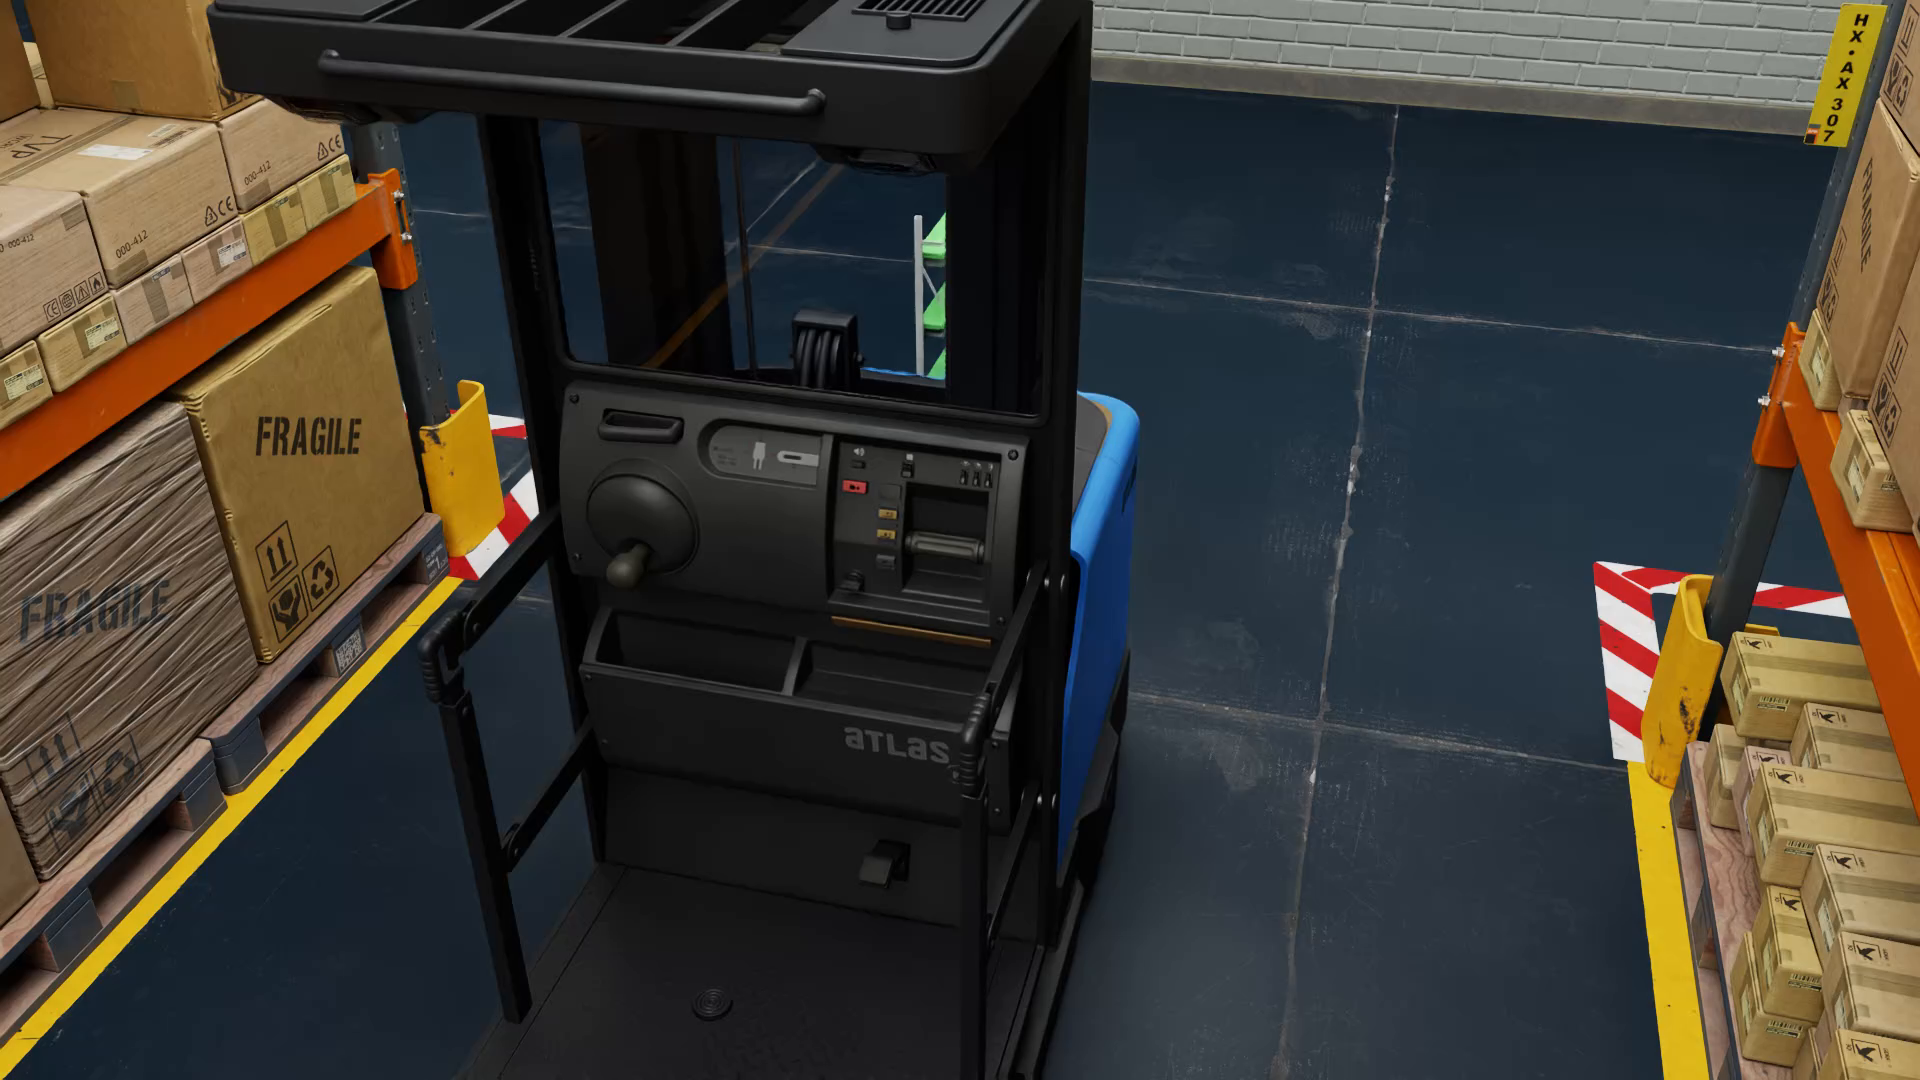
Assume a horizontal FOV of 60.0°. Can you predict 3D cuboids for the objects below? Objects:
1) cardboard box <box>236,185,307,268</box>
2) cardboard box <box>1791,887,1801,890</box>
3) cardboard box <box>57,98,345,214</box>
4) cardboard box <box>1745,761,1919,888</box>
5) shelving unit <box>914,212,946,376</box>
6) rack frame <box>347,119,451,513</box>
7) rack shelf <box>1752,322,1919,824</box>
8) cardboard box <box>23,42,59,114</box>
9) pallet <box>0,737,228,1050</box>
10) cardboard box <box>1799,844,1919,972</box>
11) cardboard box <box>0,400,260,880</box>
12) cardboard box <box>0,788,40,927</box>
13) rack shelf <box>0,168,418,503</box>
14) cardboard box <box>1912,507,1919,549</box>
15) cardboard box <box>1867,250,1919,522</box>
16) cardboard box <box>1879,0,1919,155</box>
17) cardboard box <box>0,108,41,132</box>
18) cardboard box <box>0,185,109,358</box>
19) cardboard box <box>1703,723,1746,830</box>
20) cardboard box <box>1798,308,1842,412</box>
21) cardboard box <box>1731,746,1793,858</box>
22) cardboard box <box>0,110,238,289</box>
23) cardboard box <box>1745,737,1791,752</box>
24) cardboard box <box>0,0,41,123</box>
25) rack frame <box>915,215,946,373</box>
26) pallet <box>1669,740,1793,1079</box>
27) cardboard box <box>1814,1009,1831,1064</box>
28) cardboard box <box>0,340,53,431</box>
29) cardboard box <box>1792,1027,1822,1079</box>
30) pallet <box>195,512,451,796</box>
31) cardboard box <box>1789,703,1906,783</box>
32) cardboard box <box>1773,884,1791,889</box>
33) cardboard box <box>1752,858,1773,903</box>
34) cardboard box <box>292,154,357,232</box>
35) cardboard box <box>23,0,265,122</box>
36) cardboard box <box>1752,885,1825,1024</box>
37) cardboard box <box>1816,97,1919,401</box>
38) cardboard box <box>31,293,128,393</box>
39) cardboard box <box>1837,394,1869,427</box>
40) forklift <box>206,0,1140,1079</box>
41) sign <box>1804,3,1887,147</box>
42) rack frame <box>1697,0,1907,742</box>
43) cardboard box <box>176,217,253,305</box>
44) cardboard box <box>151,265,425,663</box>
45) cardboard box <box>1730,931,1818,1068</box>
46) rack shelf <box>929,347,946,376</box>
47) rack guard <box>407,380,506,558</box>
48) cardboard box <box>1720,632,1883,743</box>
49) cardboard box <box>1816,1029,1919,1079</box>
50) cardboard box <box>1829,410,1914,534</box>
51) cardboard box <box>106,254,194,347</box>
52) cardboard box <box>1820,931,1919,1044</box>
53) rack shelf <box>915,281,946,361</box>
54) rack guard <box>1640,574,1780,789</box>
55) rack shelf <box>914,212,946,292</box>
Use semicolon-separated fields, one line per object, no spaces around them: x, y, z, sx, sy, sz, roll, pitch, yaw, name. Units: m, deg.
-2.047;-0.883;4.577;0.380;0.149;0.250;8;33;13;cardboard box
2.080;0.785;3.708;0.380;0.149;0.250;8;33;13;cardboard box
-2.077;-1.128;4.592;0.500;0.250;0.500;7;33;12;cardboard box
1.959;0.647;3.647;0.380;0.149;0.250;8;33;12;cardboard box
0.042;-0.592;5.563;0.258;1.200;0.503;8;33;12;shelving unit
-2.210;-1.354;5.084;1.000;3.000;0.127;8;33;12;rack frame
2.054;0.715;2.499;1.077;0.370;4.000;8;33;12;rack shelf
-2.593;-1.204;4.710;0.500;0.250;0.500;7;33;11;cardboard box
-2.649;0.880;4.170;1.003;0.211;1.213;8;33;12;pallet
1.976;0.787;3.427;0.380;0.149;0.250;6;33;10;cardboard box
-2.526;0.181;4.259;0.875;0.875;0.875;8;33;12;cardboard box
-2.752;0.643;3.532;0.875;0.875;0.875;8;33;12;cardboard box
-2.718;-0.012;3.644;1.077;0.370;4.000;8;33;12;rack shelf
1.933;-0.065;2.685;0.500;0.500;0.500;8;33;13;cardboard box
2.069;-0.317;3.083;0.500;0.500;0.500;8;33;12;cardboard box
2.191;-1.019;3.254;0.500;0.500;0.500;8;33;12;cardboard box
-2.719;-0.933;4.284;0.500;0.250;0.500;8;33;12;cardboard box
-2.335;-0.601;3.762;0.500;0.250;0.500;7;33;11;cardboard box
2.119;0.628;4.232;0.380;0.149;0.250;9;33;13;cardboard box
2.162;-0.397;3.812;0.380;0.149;0.250;8;33;12;cardboard box
2.056;0.646;3.927;0.380;0.149;0.250;8;33;12;cardboard box
-2.206;-0.865;4.178;0.500;0.250;0.500;7;33;12;cardboard box
2.180;0.511;4.138;0.380;0.149;0.250;9;34;14;cardboard box
-2.720;-1.261;4.101;0.500;0.500;0.500;7;33;11;cardboard box
-0.020;-0.466;5.364;0.240;1.200;0.015;8;33;12;rack frame
2.302;1.007;3.969;1.003;0.211;1.213;8;33;12;pallet
1.934;1.054;3.285;0.380;0.149;0.250;6;33;10;cardboard box
-2.305;-0.353;3.744;0.380;0.149;0.250;8;33;13;cardboard box
1.932;1.168;3.383;0.380;0.149;0.250;8;33;12;cardboard box
-2.338;0.249;5.162;1.003;0.211;1.213;8;33;12;pallet
2.146;0.534;3.826;0.380;0.149;0.250;9;33;13;cardboard box
2.075;0.905;3.797;0.380;0.149;0.250;8;33;13;cardboard box
2.132;0.775;4.001;0.380;0.149;0.250;8;33;12;cardboard box
-1.982;-1.018;4.790;0.380;0.149;0.250;9;33;13;cardboard box
-2.080;-1.444;4.389;0.500;0.500;0.500;8;33;13;cardboard box
1.910;0.903;3.522;0.380;0.149;0.250;9;34;14;cardboard box
2.180;-0.598;3.525;0.500;0.500;0.500;10;34;15;cardboard box
-2.240;-0.488;3.956;0.380;0.149;0.250;7;33;11;cardboard box
2.138;-0.259;3.595;0.380;0.149;0.250;9;34;14;cardboard box
-0.386;-0.005;3.026;1.130;2.935;3.031;8;33;12;forklift
2.037;-1.065;3.823;0.100;0.325;0.005;8;33;12;sign
2.562;-0.626;3.939;1.000;3.000;0.127;8;33;12;rack frame
-2.112;-0.752;4.372;0.380;0.149;0.250;8;33;12;cardboard box
-2.295;-0.291;5.001;0.875;0.875;0.875;8;33;12;cardboard box
1.905;1.023;3.611;0.380;0.149;0.250;8;33;13;cardboard box
0.042;-0.538;5.598;0.258;0.148;0.480;8;33;12;rack shelf
-2.204;-0.311;5.774;1.175;0.500;0.348;8;33;12;rack guard
2.100;0.374;4.076;0.380;0.149;0.250;7;33;10;cardboard box
1.785;1.060;2.998;0.380;0.149;0.250;9;33;13;cardboard box
2.018;-0.127;3.387;0.380;0.149;0.250;7;33;11;cardboard box
-2.176;-0.623;4.168;0.380;0.149;0.250;9;33;13;cardboard box
1.896;0.930;3.203;0.380;0.149;0.250;9;34;14;cardboard box
0.042;-0.741;5.469;0.258;0.148;0.480;8;33;12;rack shelf
2.542;0.468;4.547;1.175;0.500;0.348;8;33;12;rack guard
0.042;-0.943;5.340;0.258;0.148;0.480;8;33;12;rack shelf
